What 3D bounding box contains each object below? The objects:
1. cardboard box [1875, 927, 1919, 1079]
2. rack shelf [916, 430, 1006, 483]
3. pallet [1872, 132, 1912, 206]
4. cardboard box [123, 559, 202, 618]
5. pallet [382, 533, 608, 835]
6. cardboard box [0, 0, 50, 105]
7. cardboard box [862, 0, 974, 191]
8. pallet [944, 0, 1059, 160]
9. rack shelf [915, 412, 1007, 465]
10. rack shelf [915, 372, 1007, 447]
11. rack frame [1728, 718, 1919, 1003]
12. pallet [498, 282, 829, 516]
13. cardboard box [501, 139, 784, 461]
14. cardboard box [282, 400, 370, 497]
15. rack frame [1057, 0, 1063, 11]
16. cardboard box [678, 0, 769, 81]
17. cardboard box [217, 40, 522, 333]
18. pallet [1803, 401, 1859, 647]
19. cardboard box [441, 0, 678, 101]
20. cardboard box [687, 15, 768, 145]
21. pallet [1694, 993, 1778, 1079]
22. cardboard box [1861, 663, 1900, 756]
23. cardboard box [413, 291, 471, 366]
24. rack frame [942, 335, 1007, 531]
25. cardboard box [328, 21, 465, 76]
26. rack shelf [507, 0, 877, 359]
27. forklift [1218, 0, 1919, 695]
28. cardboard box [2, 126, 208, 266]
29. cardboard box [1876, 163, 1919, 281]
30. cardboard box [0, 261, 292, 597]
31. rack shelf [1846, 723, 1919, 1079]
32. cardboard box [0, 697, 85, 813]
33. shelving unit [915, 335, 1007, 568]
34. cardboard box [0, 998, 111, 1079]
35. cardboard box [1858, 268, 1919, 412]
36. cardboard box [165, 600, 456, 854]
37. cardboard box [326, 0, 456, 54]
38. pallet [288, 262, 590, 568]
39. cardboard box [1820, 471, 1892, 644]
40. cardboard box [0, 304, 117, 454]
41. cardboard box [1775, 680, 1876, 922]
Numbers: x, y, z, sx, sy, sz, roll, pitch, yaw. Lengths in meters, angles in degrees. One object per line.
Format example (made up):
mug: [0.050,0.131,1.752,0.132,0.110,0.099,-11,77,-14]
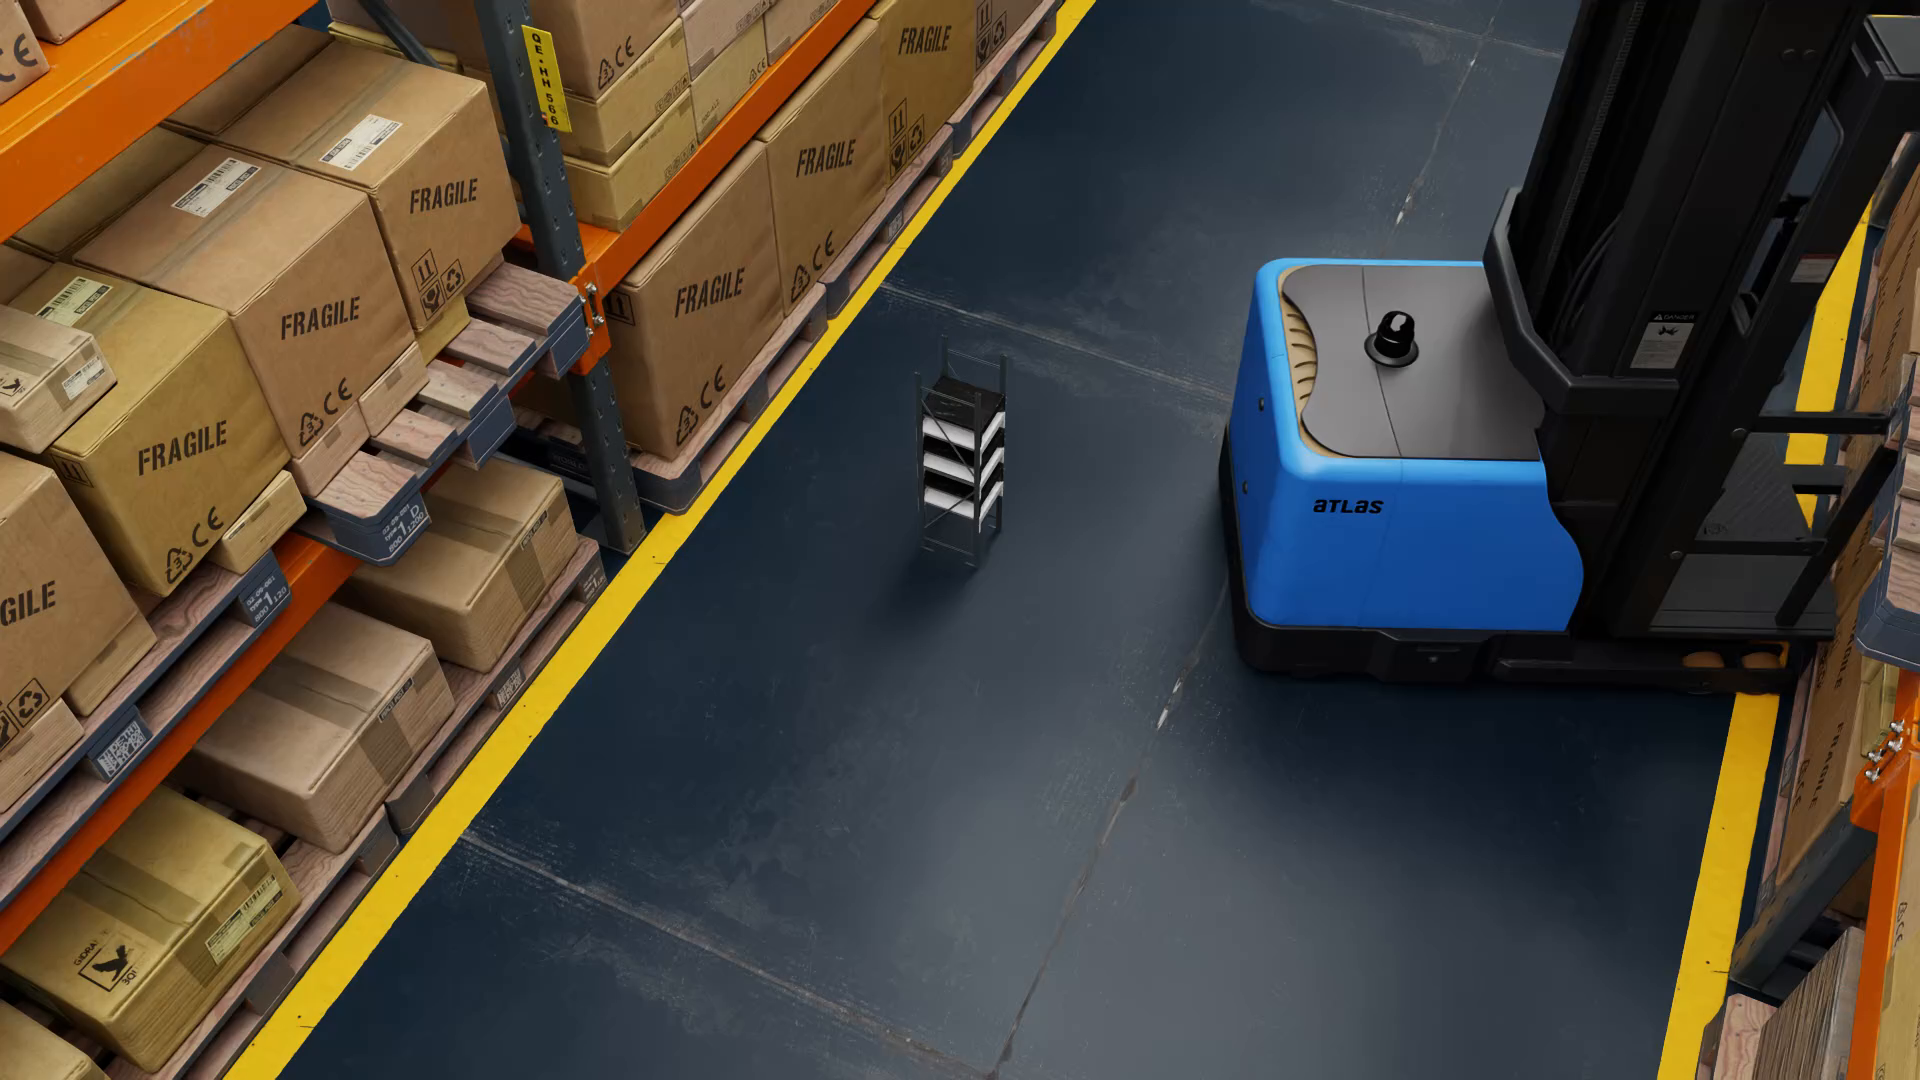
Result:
cardboard box: [2.203,1.119,3.426,0.500,0.250,0.500,19,52,15]
rack shelf: [0.003,-0.334,5.869,0.258,0.077,0.200,20,52,16]
pallet: [4.836,-1.823,7.663,1.003,0.211,1.213,20,52,16]
cardboard box: [-2.141,0.028,4.146,0.380,0.149,0.250,20,53,16]
pallet: [-1.992,0.329,5.832,1.003,0.211,1.213,20,52,16]
cardboard box: [-2.283,-1.058,3.144,0.797,0.503,0.637,20,52,16]
cardboard box: [-0.519,-2.237,7.303,0.875,0.875,0.875,21,53,17]
pallet: [-0.210,-2.407,8.160,1.003,0.211,1.213,20,52,16]
rack shelf: [0.003,-0.392,5.800,0.258,0.077,0.200,20,52,16]
rack shelf: [0.003,-0.451,5.732,0.258,0.077,0.200,20,52,16]
rack frame: [2.833,0.500,3.855,1.000,3.000,0.127,20,52,16]
pallet: [-1.252,-0.727,6.730,1.003,0.211,1.213,20,52,16]
cardboard box: [-1.287,-1.009,6.258,0.875,0.875,0.875,19,52,16]
cardboard box: [-1.815,-0.298,4.423,0.380,0.149,0.250,18,52,14]
rack frame: [0.052,-3.867,7.571,1.000,3.000,0.127,20,52,16]
cardboard box: [-0.995,-1.850,5.625,0.500,0.250,0.500,21,53,17]
cardboard box: [-1.600,-0.974,4.572,0.500,0.500,0.500,18,52,15]
pallet: [3.708,0.065,6.056,1.003,0.211,1.213,20,52,16]
cardboard box: [-1.225,-1.729,5.029,0.500,0.500,0.500,18,52,15]
cardboard box: [-1.017,-1.678,5.807,0.500,0.250,0.500,18,52,15]
pallet: [2.446,1.958,4.445,1.003,0.211,1.213,20,52,16]
cardboard box: [2.815,0.541,4.759,0.380,0.149,0.250,17,52,14]
cardboard box: [-1.633,-0.657,4.728,0.380,0.149,0.250,21,53,17]
rack frame: [0.047,-0.367,5.972,0.240,0.900,0.006,20,52,16]
cardboard box: [-1.680,-1.642,5.448,0.500,0.250,0.500,20,52,16]
rack shelf: [-0.802,-2.256,6.673,1.077,0.370,4.000,20,52,16]
forklift: [2.495,-0.823,5.026,3.031,2.935,1.130,1,50,1]
cardboard box: [-2.275,-0.782,4.409,0.500,0.500,0.500,22,53,18]
cardboard box: [4.131,-1.320,6.770,0.500,0.500,0.500,22,53,18]
cardboard box: [-2.025,-0.266,3.970,0.500,0.500,0.500,17,52,14]
rack shelf: [1.978,2.110,2.957,1.077,0.370,4.000,20,52,16]
cardboard box: [-2.262,0.421,3.811,0.380,0.149,0.250,22,53,17]
shelving unit: [0.003,-0.297,5.912,0.258,0.900,0.210,20,52,16]
cardboard box: [-2.840,1.499,4.454,0.950,0.372,0.625,23,53,18]
cardboard box: [3.696,-0.608,6.164,0.500,0.500,0.500,18,52,15]
cardboard box: [-2.215,0.500,5.305,0.950,0.372,0.625,19,52,15]
cardboard box: [-1.673,-1.910,5.184,0.500,0.500,0.500,19,52,15]
pallet: [-1.865,-0.525,4.853,1.213,0.211,1.003,20,52,16]
cardboard box: [3.263,0.110,5.552,0.500,0.500,0.500,22,53,18]
cardboard box: [-2.101,-0.369,3.632,0.380,0.149,0.250,18,52,14]
cardboard box: [2.819,0.813,4.954,0.500,0.500,0.500,21,53,17]
